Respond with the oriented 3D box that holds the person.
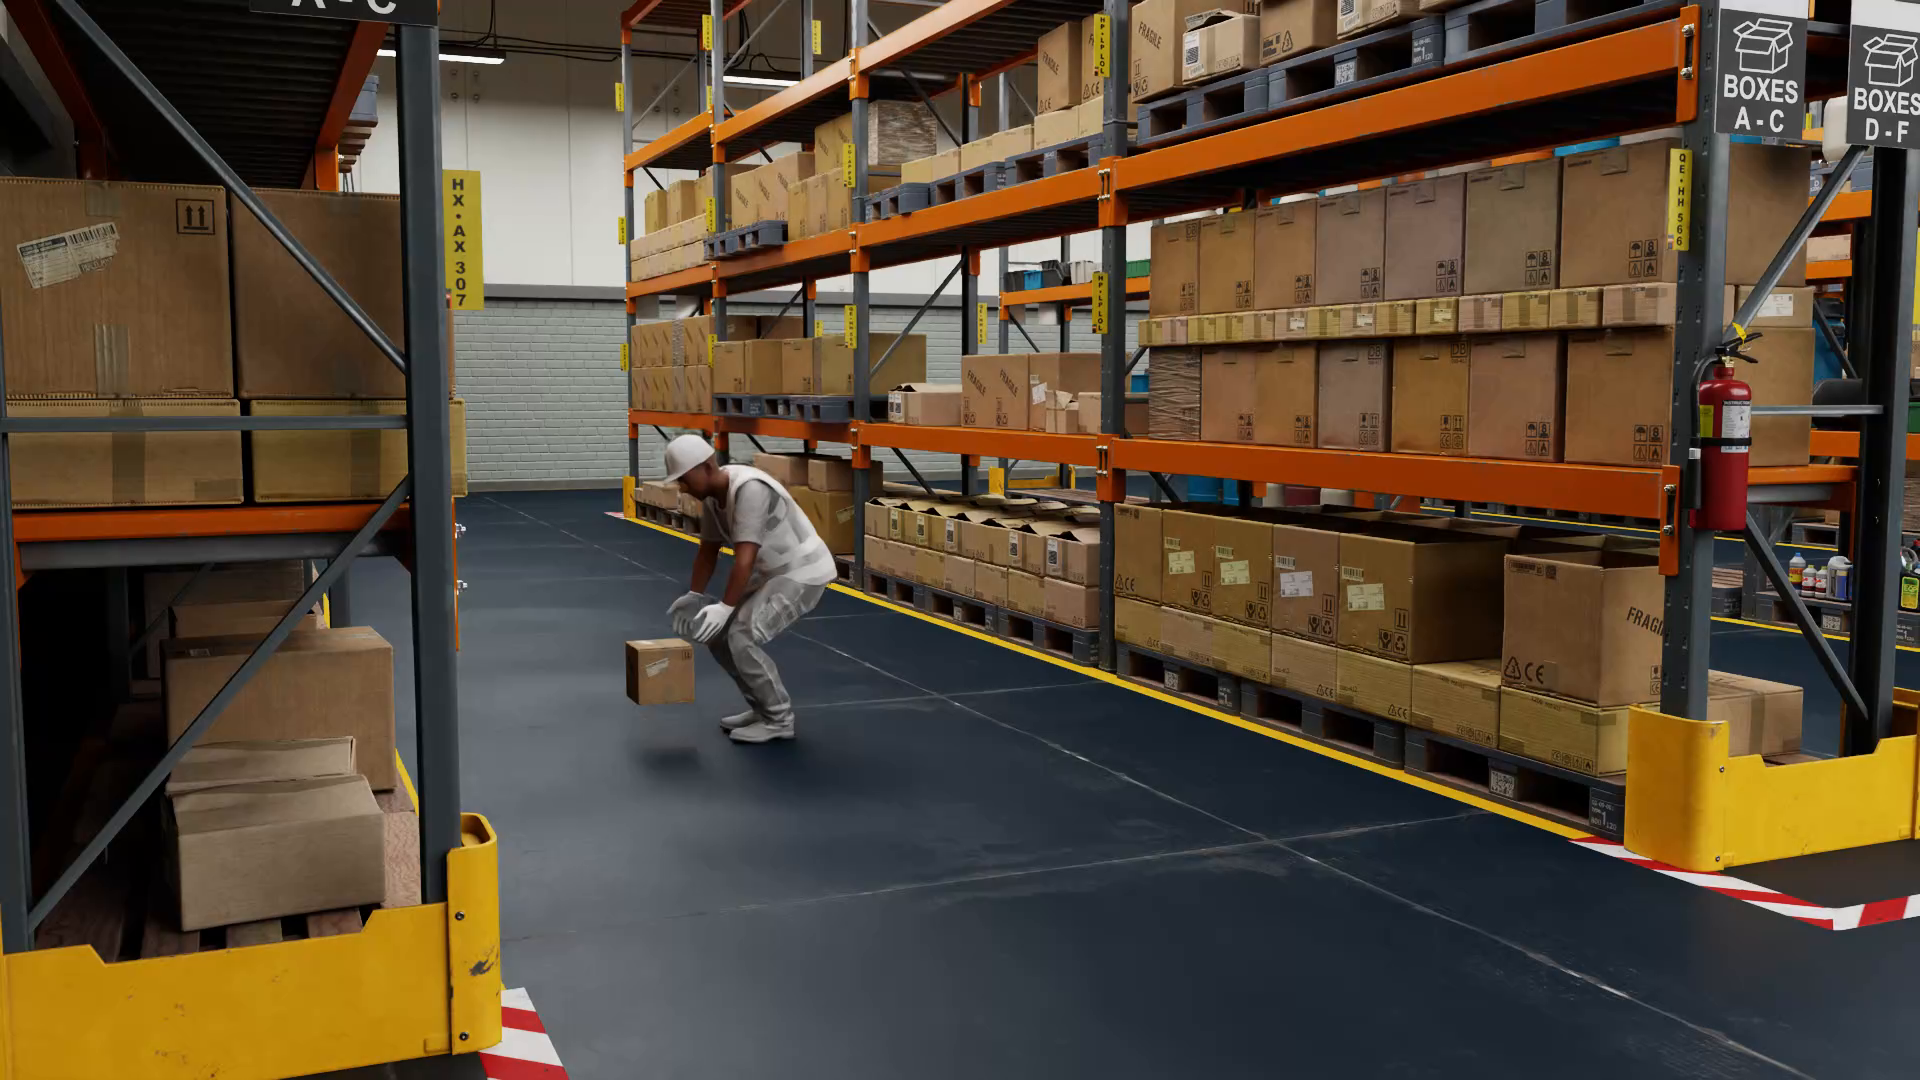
[{"bbox_3d":[-0.944,0.210,7.510,0.787,1.382,0.613,-2,6,-24],"label":"person"}]
